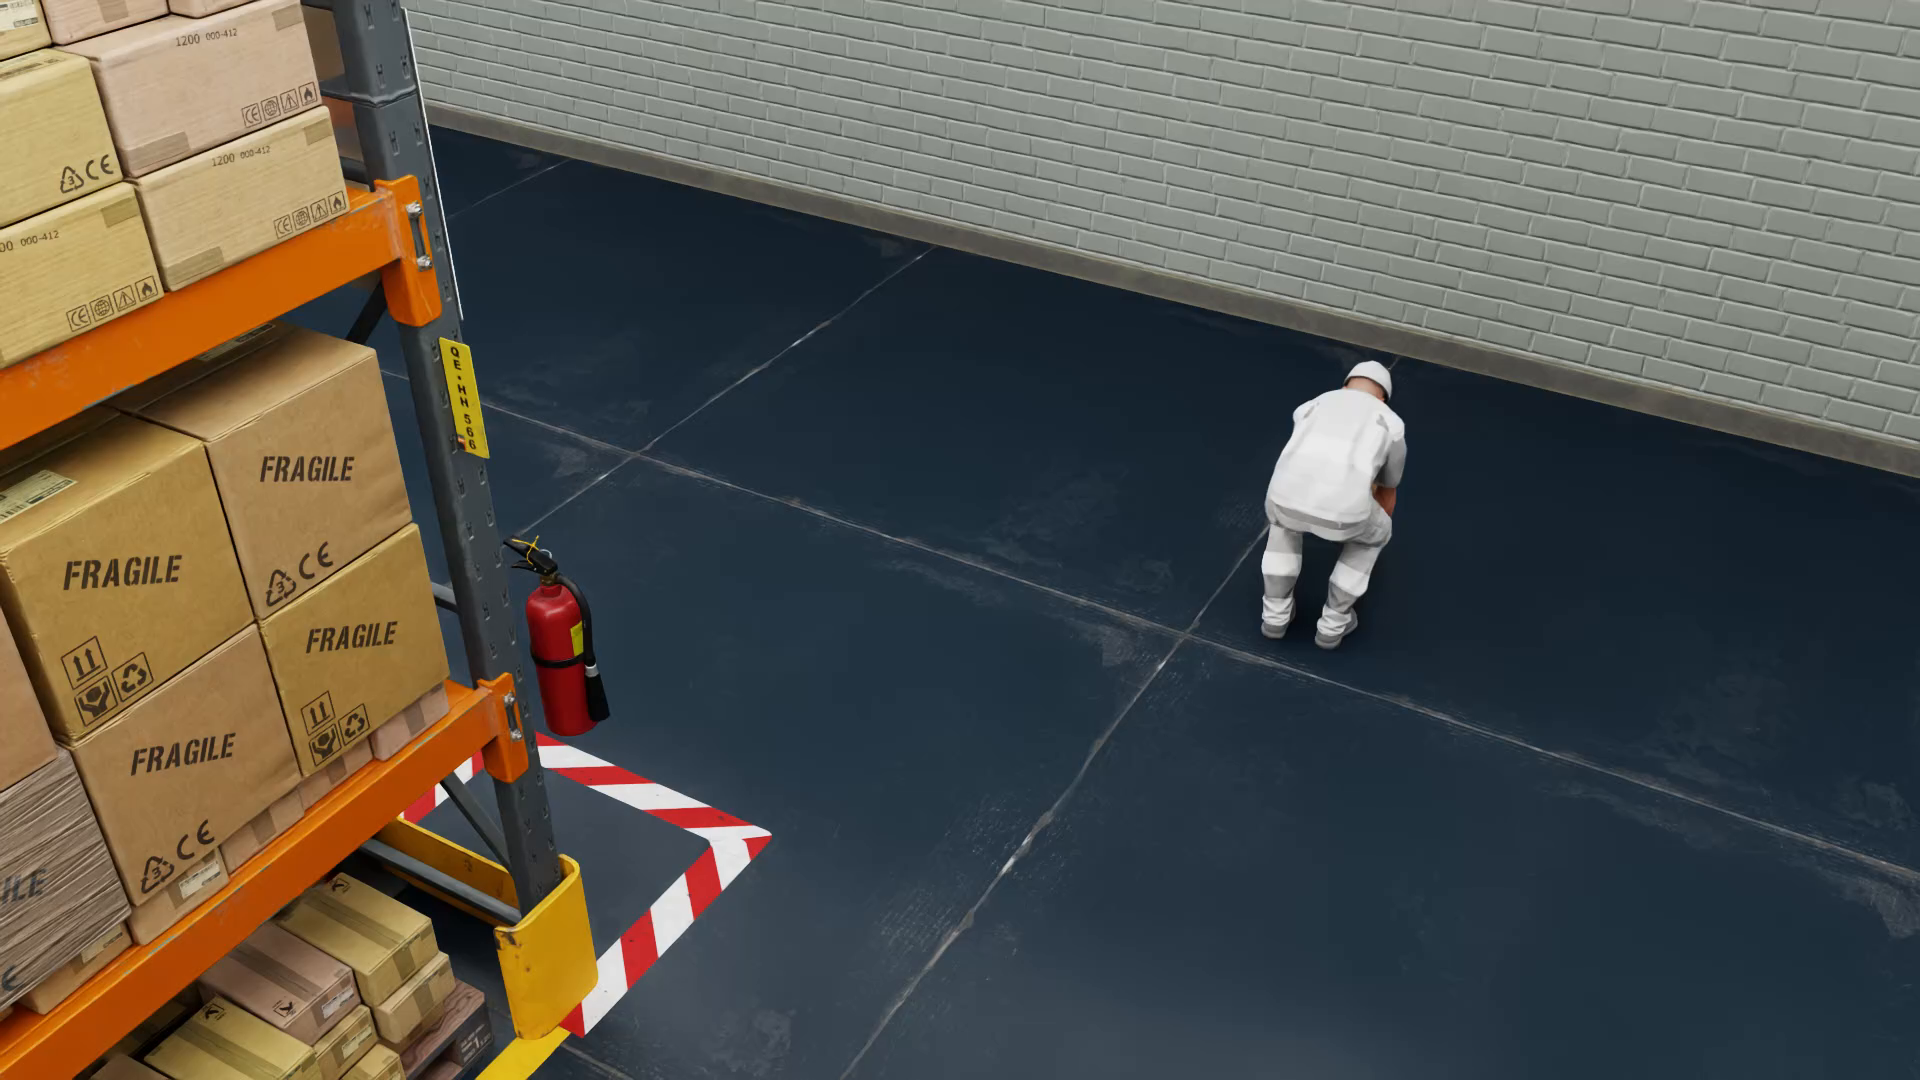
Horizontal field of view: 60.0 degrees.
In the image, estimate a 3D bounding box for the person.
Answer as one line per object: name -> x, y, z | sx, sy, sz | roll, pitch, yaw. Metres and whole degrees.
person -> 1.565, -0.127, 6.983 | 0.528, 1.038, 0.959 | 16, 37, 22
